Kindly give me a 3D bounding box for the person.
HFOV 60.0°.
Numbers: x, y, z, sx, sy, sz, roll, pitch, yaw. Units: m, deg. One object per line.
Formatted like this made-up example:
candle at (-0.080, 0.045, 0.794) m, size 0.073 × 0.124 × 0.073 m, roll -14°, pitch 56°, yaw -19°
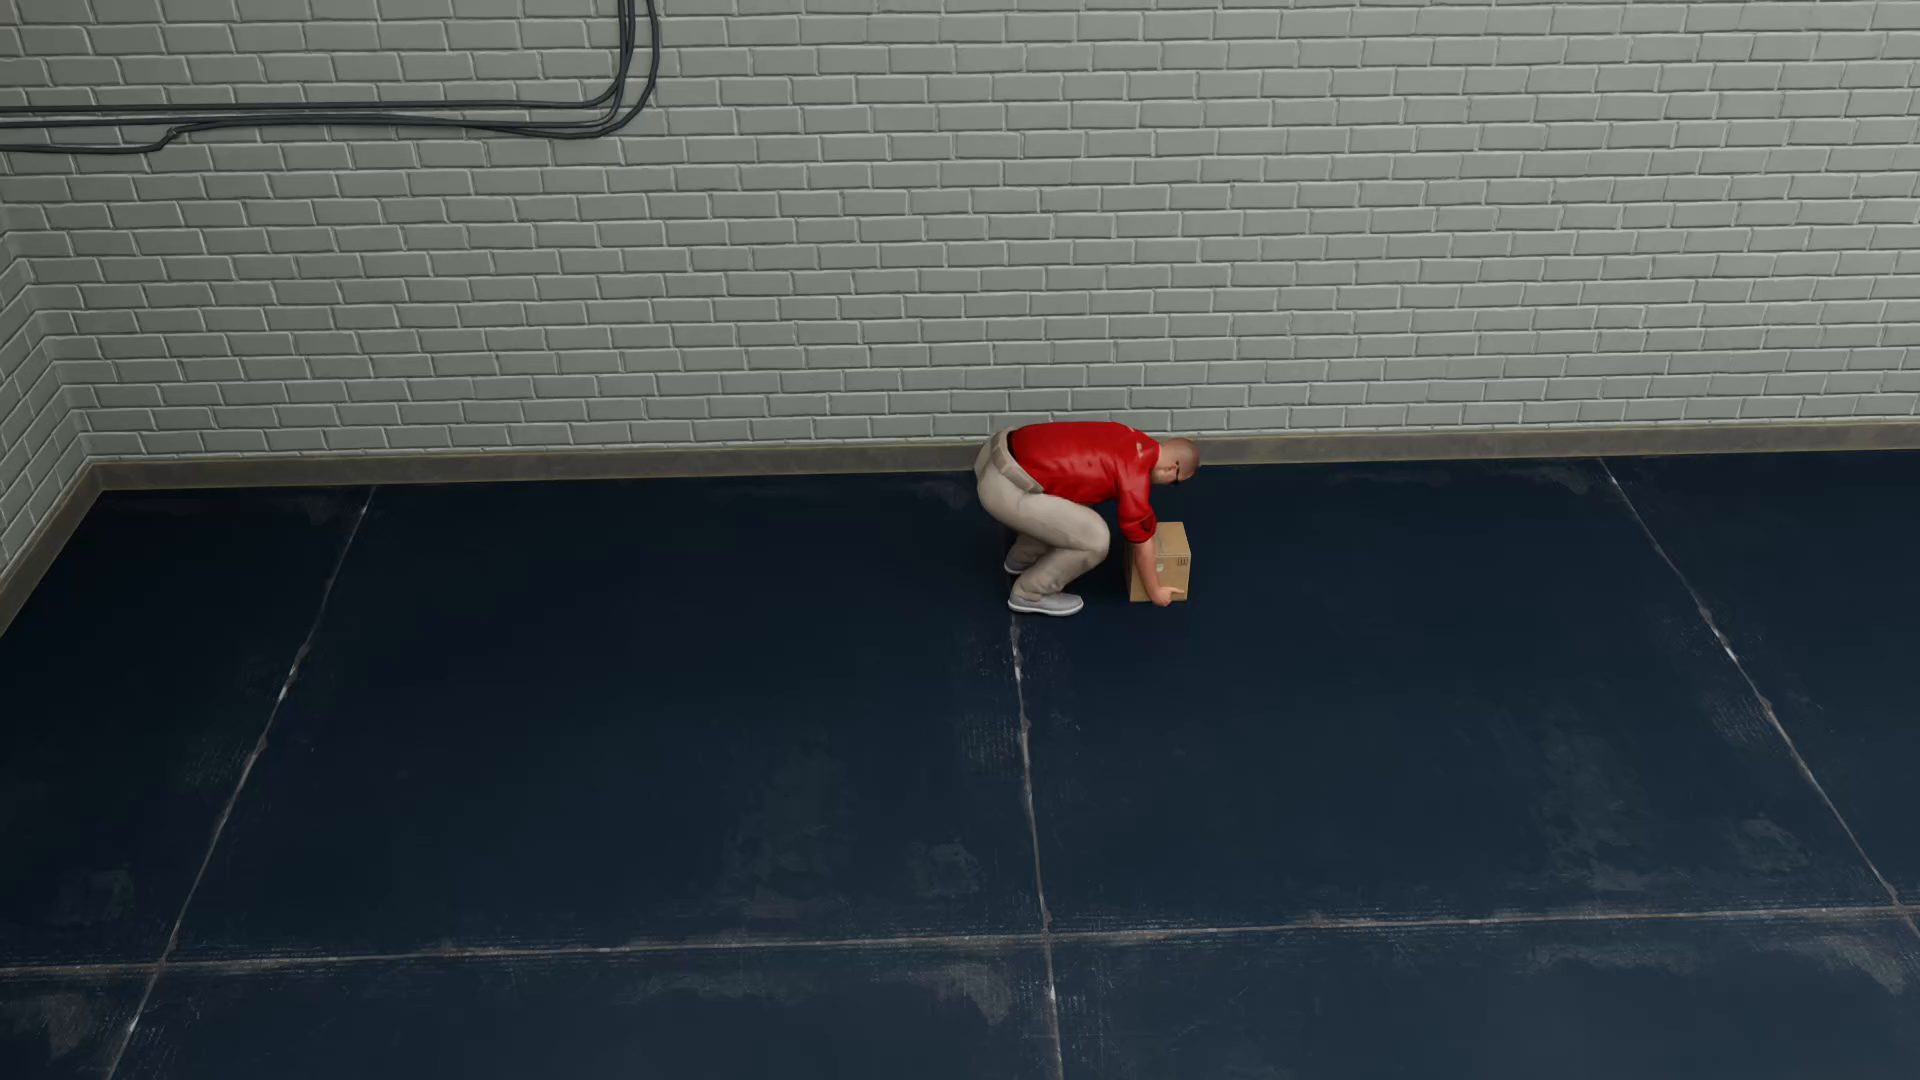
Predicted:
person at (0.556, -0.122, 7.145) m, size 0.923 × 0.836 × 0.540 m, roll -3°, pitch 35°, yaw -4°
